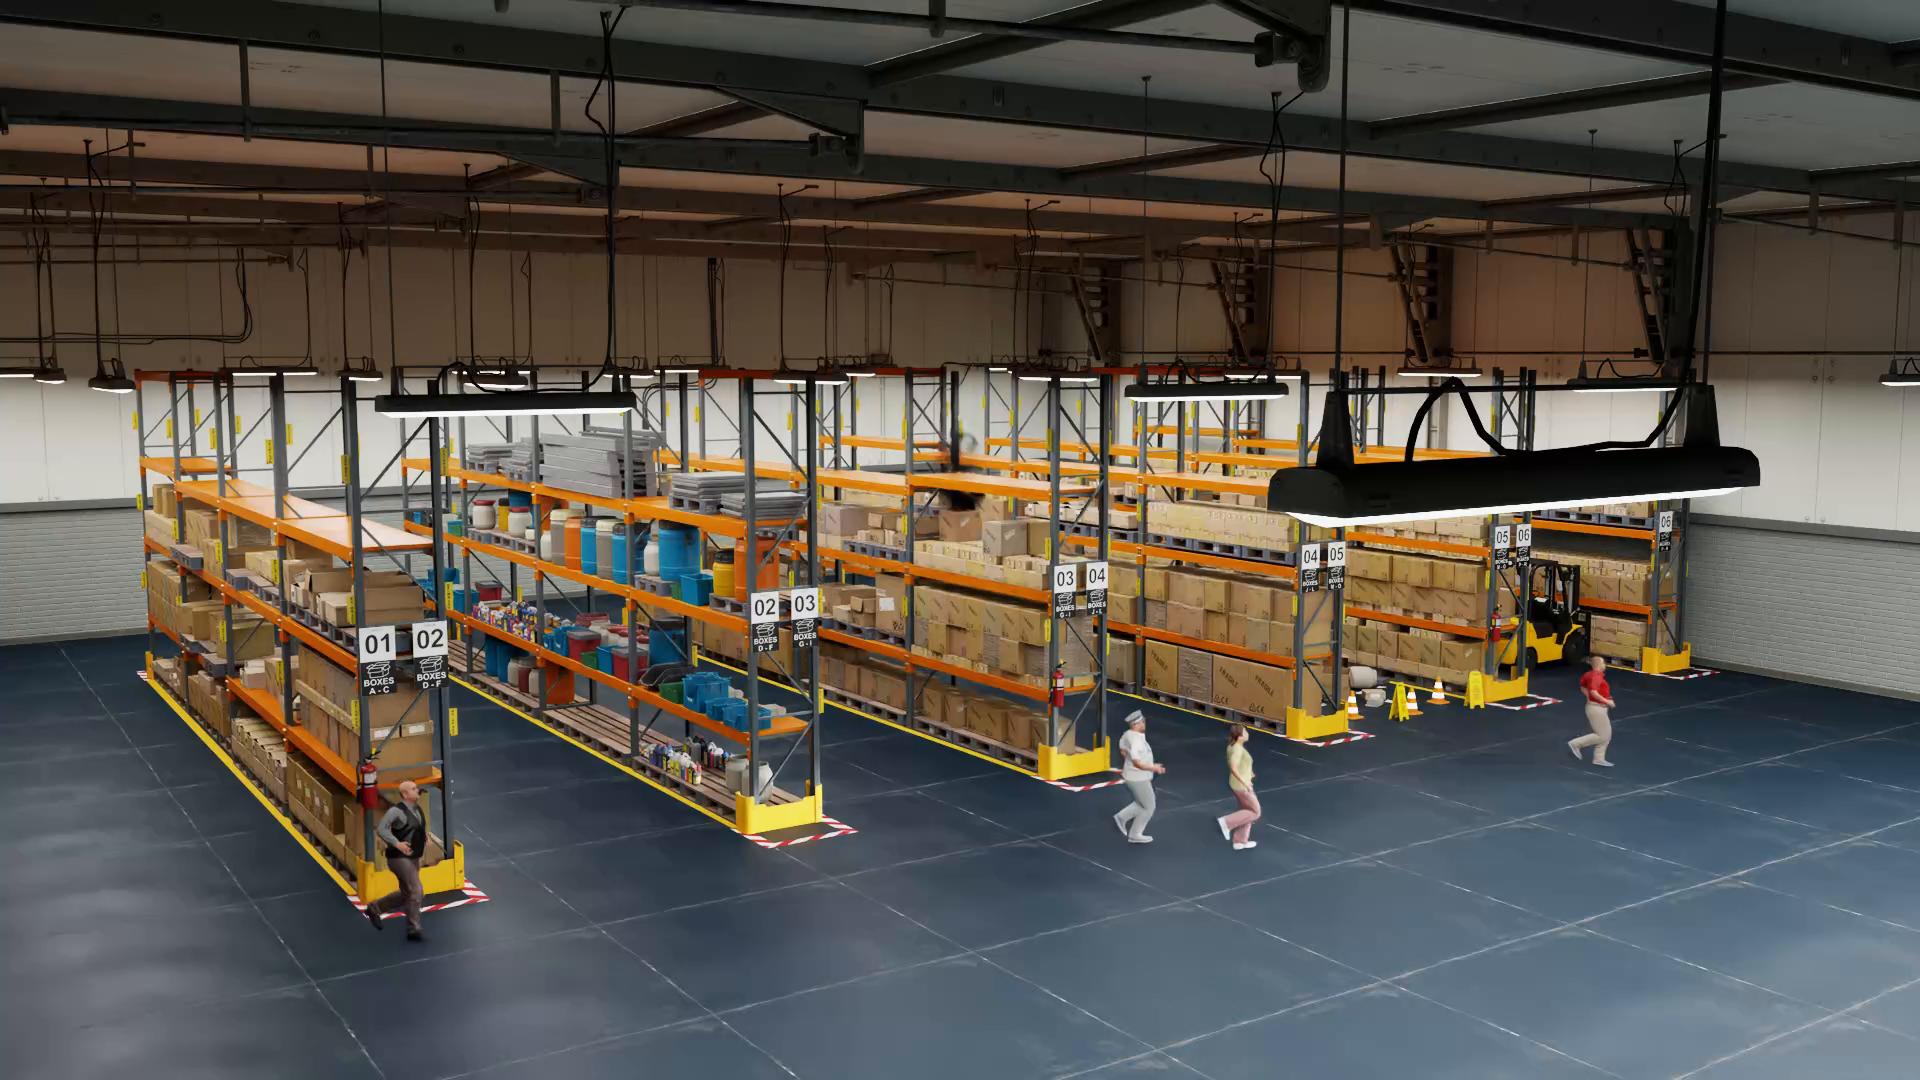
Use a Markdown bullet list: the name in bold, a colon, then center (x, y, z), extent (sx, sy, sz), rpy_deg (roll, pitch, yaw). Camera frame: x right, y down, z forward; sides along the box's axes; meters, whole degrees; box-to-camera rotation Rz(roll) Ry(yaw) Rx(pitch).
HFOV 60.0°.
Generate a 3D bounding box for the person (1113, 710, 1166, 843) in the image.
- **person**: center (2.313, 3.049, 21.477), extent (0.621, 1.728, 0.658), rpy_deg (-1, 6, -6)

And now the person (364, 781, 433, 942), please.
- **person**: center (-6.069, 3.471, 18.130), extent (0.826, 1.704, 0.694), rpy_deg (1, 7, 11)

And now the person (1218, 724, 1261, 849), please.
- **person**: center (3.555, 3.146, 21.221), extent (0.558, 1.621, 0.594), rpy_deg (0, 6, -4)

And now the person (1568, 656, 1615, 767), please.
- **person**: center (9.694, 2.631, 25.468), extent (0.703, 1.714, 0.657), rpy_deg (1, 7, 10)
